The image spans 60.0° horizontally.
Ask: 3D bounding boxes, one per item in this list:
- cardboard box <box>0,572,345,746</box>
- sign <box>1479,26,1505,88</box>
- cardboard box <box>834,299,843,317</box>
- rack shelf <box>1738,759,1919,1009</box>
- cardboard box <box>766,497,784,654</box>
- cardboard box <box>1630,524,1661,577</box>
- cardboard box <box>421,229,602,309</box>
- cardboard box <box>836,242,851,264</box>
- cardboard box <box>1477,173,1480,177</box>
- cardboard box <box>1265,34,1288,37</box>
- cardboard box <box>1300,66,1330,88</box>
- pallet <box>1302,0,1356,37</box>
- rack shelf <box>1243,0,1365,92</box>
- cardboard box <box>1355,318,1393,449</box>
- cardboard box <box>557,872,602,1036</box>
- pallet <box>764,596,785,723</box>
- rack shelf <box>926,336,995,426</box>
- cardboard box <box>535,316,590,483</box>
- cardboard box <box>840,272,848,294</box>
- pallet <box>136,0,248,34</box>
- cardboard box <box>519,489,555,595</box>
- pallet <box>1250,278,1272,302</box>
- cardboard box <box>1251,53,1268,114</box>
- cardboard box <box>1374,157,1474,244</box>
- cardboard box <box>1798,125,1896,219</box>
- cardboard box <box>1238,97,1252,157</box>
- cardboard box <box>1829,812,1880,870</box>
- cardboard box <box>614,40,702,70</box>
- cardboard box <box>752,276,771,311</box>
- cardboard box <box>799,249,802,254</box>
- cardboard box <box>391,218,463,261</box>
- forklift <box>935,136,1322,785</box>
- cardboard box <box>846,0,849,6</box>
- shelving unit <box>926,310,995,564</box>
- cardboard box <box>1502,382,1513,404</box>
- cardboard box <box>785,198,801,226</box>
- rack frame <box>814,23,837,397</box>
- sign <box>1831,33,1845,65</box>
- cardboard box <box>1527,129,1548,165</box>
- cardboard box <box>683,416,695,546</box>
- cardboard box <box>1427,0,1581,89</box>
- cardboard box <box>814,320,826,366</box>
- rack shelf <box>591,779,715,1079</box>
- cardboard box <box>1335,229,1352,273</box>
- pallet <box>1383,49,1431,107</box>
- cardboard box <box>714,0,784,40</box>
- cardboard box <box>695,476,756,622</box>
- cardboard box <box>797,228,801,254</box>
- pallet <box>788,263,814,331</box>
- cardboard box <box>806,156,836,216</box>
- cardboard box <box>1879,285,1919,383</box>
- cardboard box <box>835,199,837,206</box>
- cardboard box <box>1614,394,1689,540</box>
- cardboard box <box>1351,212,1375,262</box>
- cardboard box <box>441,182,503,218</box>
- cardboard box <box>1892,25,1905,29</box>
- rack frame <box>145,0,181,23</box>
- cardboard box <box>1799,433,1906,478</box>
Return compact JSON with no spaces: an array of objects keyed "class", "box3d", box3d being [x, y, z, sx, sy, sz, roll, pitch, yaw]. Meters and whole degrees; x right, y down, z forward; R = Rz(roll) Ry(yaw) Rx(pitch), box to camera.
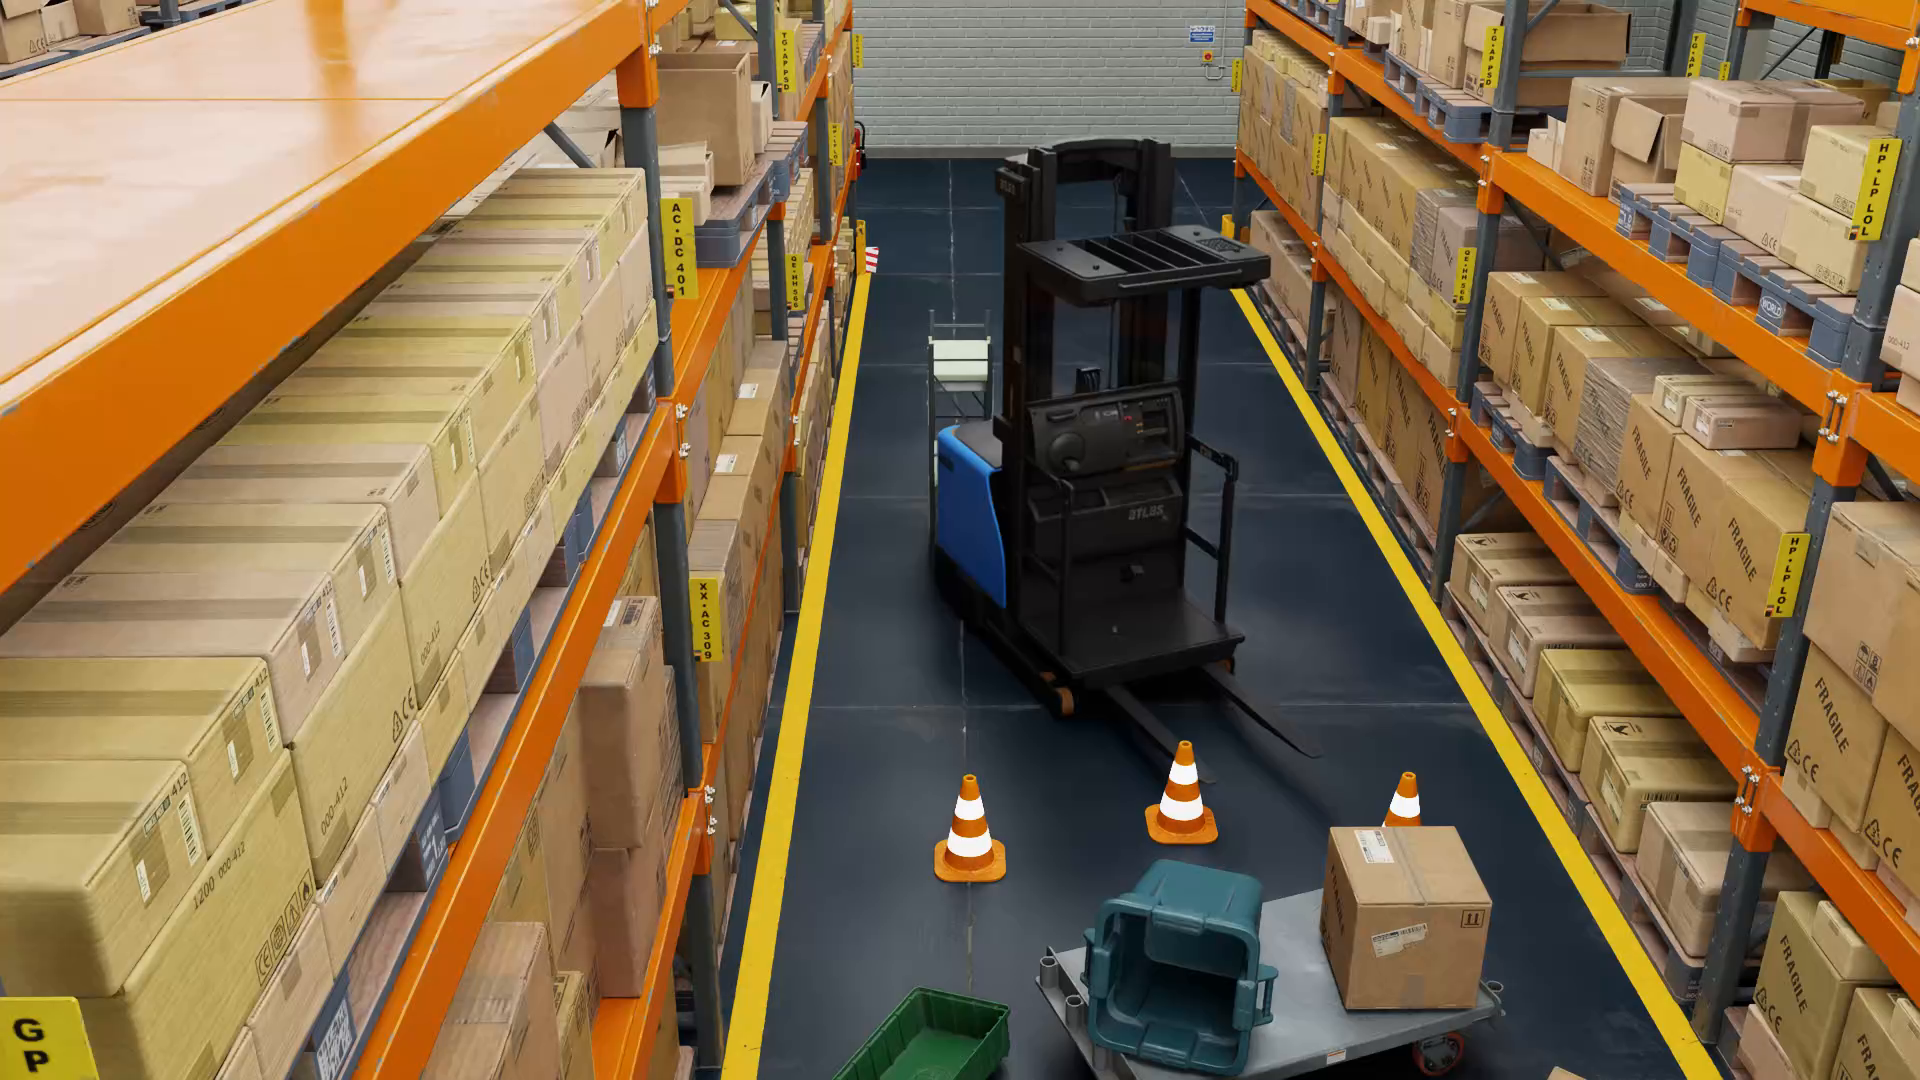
[{"class":"cardboard box","box3d":[-1.094,0.164,2.314,0.380,0.149,0.250,-1,24,-1]},{"class":"sign","box3d":[2.902,-2.636,9.074,0.100,0.325,0.005,0,24,-1]},{"class":"cardboard box","box3d":[-1.273,-2.159,15.334,0.380,0.149,0.250,-1,24,-2]},{"class":"rack shelf","box3d":[3.523,1.804,4.495,1.077,0.370,4.000,0,24,-1]},{"class":"cardboard box","box3d":[-1.575,0.152,9.494,1.050,0.750,0.750,-1,24,-1]},{"class":"cardboard box","box3d":[3.189,0.044,7.307,0.380,0.149,0.250,0,24,0]},{"class":"cardboard box","box3d":[-1.118,-0.677,4.173,0.380,0.149,0.250,0,24,0]},{"class":"cardboard box","box3d":[-1.246,-2.748,15.915,0.380,0.149,0.250,1,24,1]},{"class":"cardboard box","box3d":[3.691,-2.120,10.962,0.500,0.500,0.500,0,24,1]},{"class":"cardboard box","box3d":[3.171,-4.835,16.178,0.380,0.149,0.250,0,24,1]},{"class":"cardboard box","box3d":[3.145,-3.986,14.302,0.380,0.149,0.250,0,24,-1]},{"class":"pallet","box3d":[3.415,-4.308,13.604,1.003,0.211,1.213,0,24,-1]},{"class":"rack shelf","box3d":[3.392,-4.508,14.810,1.077,0.370,4.000,0,24,-1]},{"class":"cardboard box","box3d":[3.518,-1.241,12.422,0.875,0.875,0.875,0,24,1]},{"class":"cardboard box","box3d":[-1.515,1.249,4.667,0.875,0.550,0.550,0,24,-1]},{"class":"pallet","box3d":[-1.558,0.663,9.528,1.003,0.211,1.213,0,24,-1]},{"class":"rack shelf","box3d":[0.000,-1.036,10.774,0.431,0.370,0.720,0,24,-1]},{"class":"cardboard box","box3d":[-1.177,-0.339,3.910,0.500,0.250,0.500,0,24,-1]},{"class":"cardboard box","box3d":[-1.247,-2.394,15.493,0.380,0.149,0.250,0,24,0]},{"class":"pallet","box3d":[-6.494,-4.264,13.505,1.003,0.211,1.213,0,24,-1]},{"class":"cardboard box","box3d":[-1.107,0.004,3.635,0.380,0.149,0.250,0,24,-1]},{"class":"pallet","box3d":[3.457,-2.693,16.949,1.003,0.211,1.213,0,24,-1]},{"class":"cardboard box","box3d":[3.103,-4.382,15.965,0.500,0.500,0.500,-1,24,-2]},{"class":"cardboard box","box3d":[3.179,-2.334,11.436,0.500,0.500,0.500,-1,24,-1]},{"class":"cardboard box","box3d":[3.367,-1.304,5.919,0.500,0.250,0.500,0,24,1]},{"class":"cardboard box","box3d":[3.088,-4.140,16.641,0.500,0.500,0.500,0,24,-1]},{"class":"cardboard box","box3d":[3.238,1.001,5.701,0.380,0.149,0.250,0,24,1]},{"class":"cardboard box","box3d":[-1.752,-2.579,9.551,0.500,0.500,0.500,0,24,-1]},{"class":"cardboard box","box3d":[-1.303,-1.474,9.942,0.380,0.149,0.250,0,24,0]},{"class":"cardboard box","box3d":[-1.315,-1.958,11.735,0.380,0.149,0.250,1,24,2]},{"class":"cardboard box","box3d":[-1.722,-0.753,4.824,0.500,0.250,0.500,0,24,0]},{"class":"forklift","box3d":[0.902,-0.570,8.953,1.130,2.935,3.031,-10,26,-22]},{"class":"cardboard box","box3d":[-1.296,-5.131,15.497,0.500,0.250,0.500,0,24,0]},{"class":"shelving unit","box3d":[0.000,-0.681,10.935,0.431,1.500,0.755,0,24,-1]},{"class":"cardboard box","box3d":[3.244,-0.822,9.223,0.380,0.149,0.250,-2,24,-4]},{"class":"cardboard box","box3d":[-1.329,-2.338,11.852,0.380,0.149,0.250,-1,24,-2]},{"class":"rack frame","box3d":[-1.535,-2.581,13.317,1.000,3.000,0.127,0,24,-1]},{"class":"sign","box3d":[8.888,-4.983,16.839,0.100,0.325,0.005,0,24,-1]},{"class":"cardboard box","box3d":[3.291,-2.118,8.958,0.380,0.149,0.250,0,24,-1]},{"class":"cardboard box","box3d":[-1.467,-0.202,6.722,0.700,0.500,0.500,-1,24,-1]},{"class":"cardboard box","box3d":[3.256,-3.007,9.988,0.700,0.500,0.500,-1,24,-3]},{"class":"cardboard box","box3d":[-1.282,-1.457,12.446,0.500,0.250,0.500,1,24,2]},{"class":"rack shelf","box3d":[-1.426,1.867,4.354,1.077,0.370,4.000,0,24,-1]},{"class":"cardboard box","box3d":[3.161,-2.181,12.614,0.500,0.250,0.500,-1,24,-2]},{"class":"pallet","box3d":[3.382,-3.003,10.839,1.003,0.211,1.213,1,24,2]},{"class":"cardboard box","box3d":[-1.226,-3.074,9.717,0.396,0.266,0.258,0,24,-1]},{"class":"cardboard box","box3d":[-1.194,0.038,7.405,0.500,0.500,0.500,0,24,-1]},{"class":"cardboard box","box3d":[-1.315,-2.087,11.659,0.380,0.149,0.250,0,24,0]},{"class":"pallet","box3d":[-1.554,-1.661,11.515,1.003,0.211,1.213,0,24,-1]},{"class":"cardboard box","box3d":[-1.289,-2.967,13.688,0.500,0.500,0.500,-1,24,-2]},{"class":"cardboard box","box3d":[3.232,-0.600,5.117,0.500,0.250,0.500,-1,24,-2]},{"class":"cardboard box","box3d":[-1.278,-3.017,14.585,0.380,0.149,0.250,0,24,0]},{"class":"cardboard box","box3d":[3.260,-0.327,7.341,0.500,0.500,0.500,1,24,1]},{"class":"cardboard box","box3d":[3.149,-2.199,12.047,0.500,0.250,0.500,0,24,0]},{"class":"cardboard box","box3d":[-1.616,-1.110,5.976,0.500,0.250,0.500,0,24,0]},{"class":"cardboard box","box3d":[8.086,-4.381,13.961,0.380,0.149,0.250,0,24,-1]},{"class":"rack frame","box3d":[-6.496,-5.334,12.123,1.000,3.000,0.127,0,24,-1]},{"class":"cardboard box","box3d":[3.776,-0.122,6.887,0.500,0.500,0.500,0,24,0]}]
